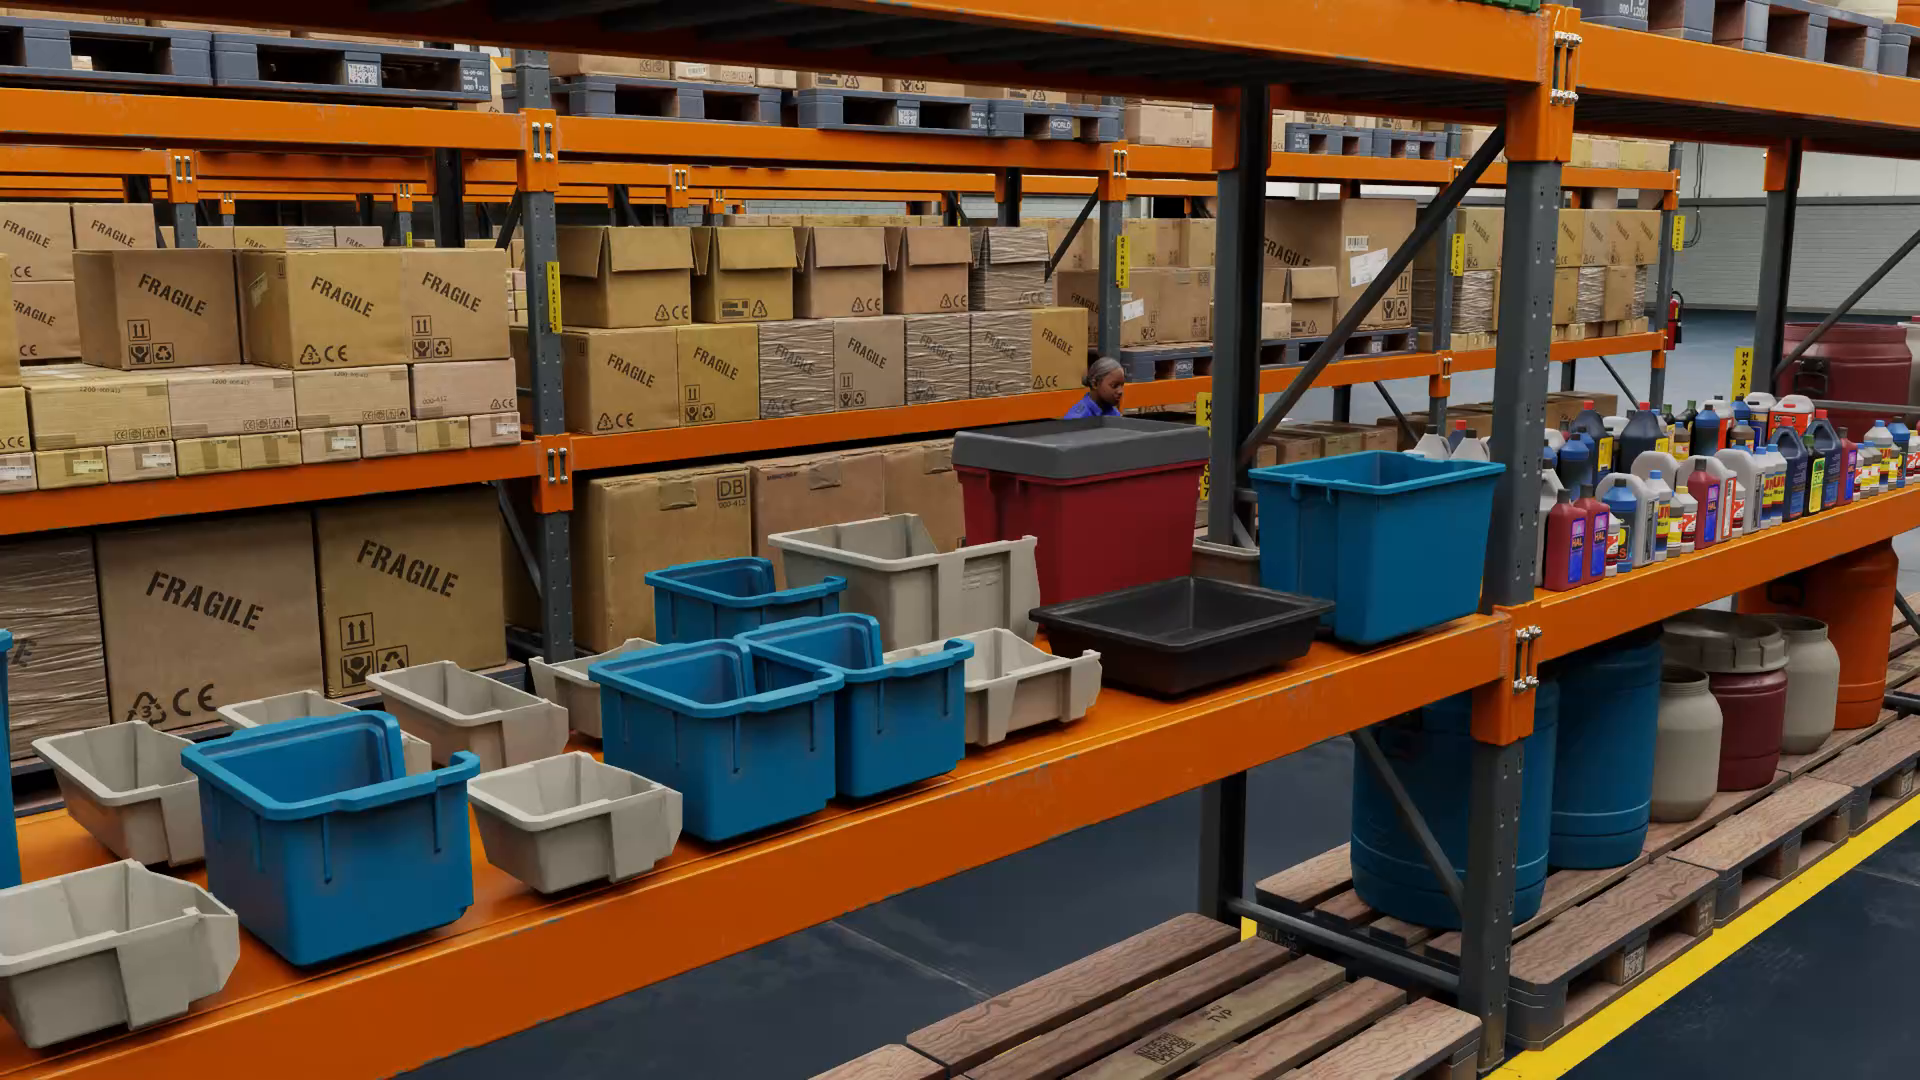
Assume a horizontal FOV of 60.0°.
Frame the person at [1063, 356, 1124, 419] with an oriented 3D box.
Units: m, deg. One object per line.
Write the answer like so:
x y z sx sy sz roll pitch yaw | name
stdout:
0.671 -0.121 8.583 0.348 1.653 0.521 10 15 43 | person
